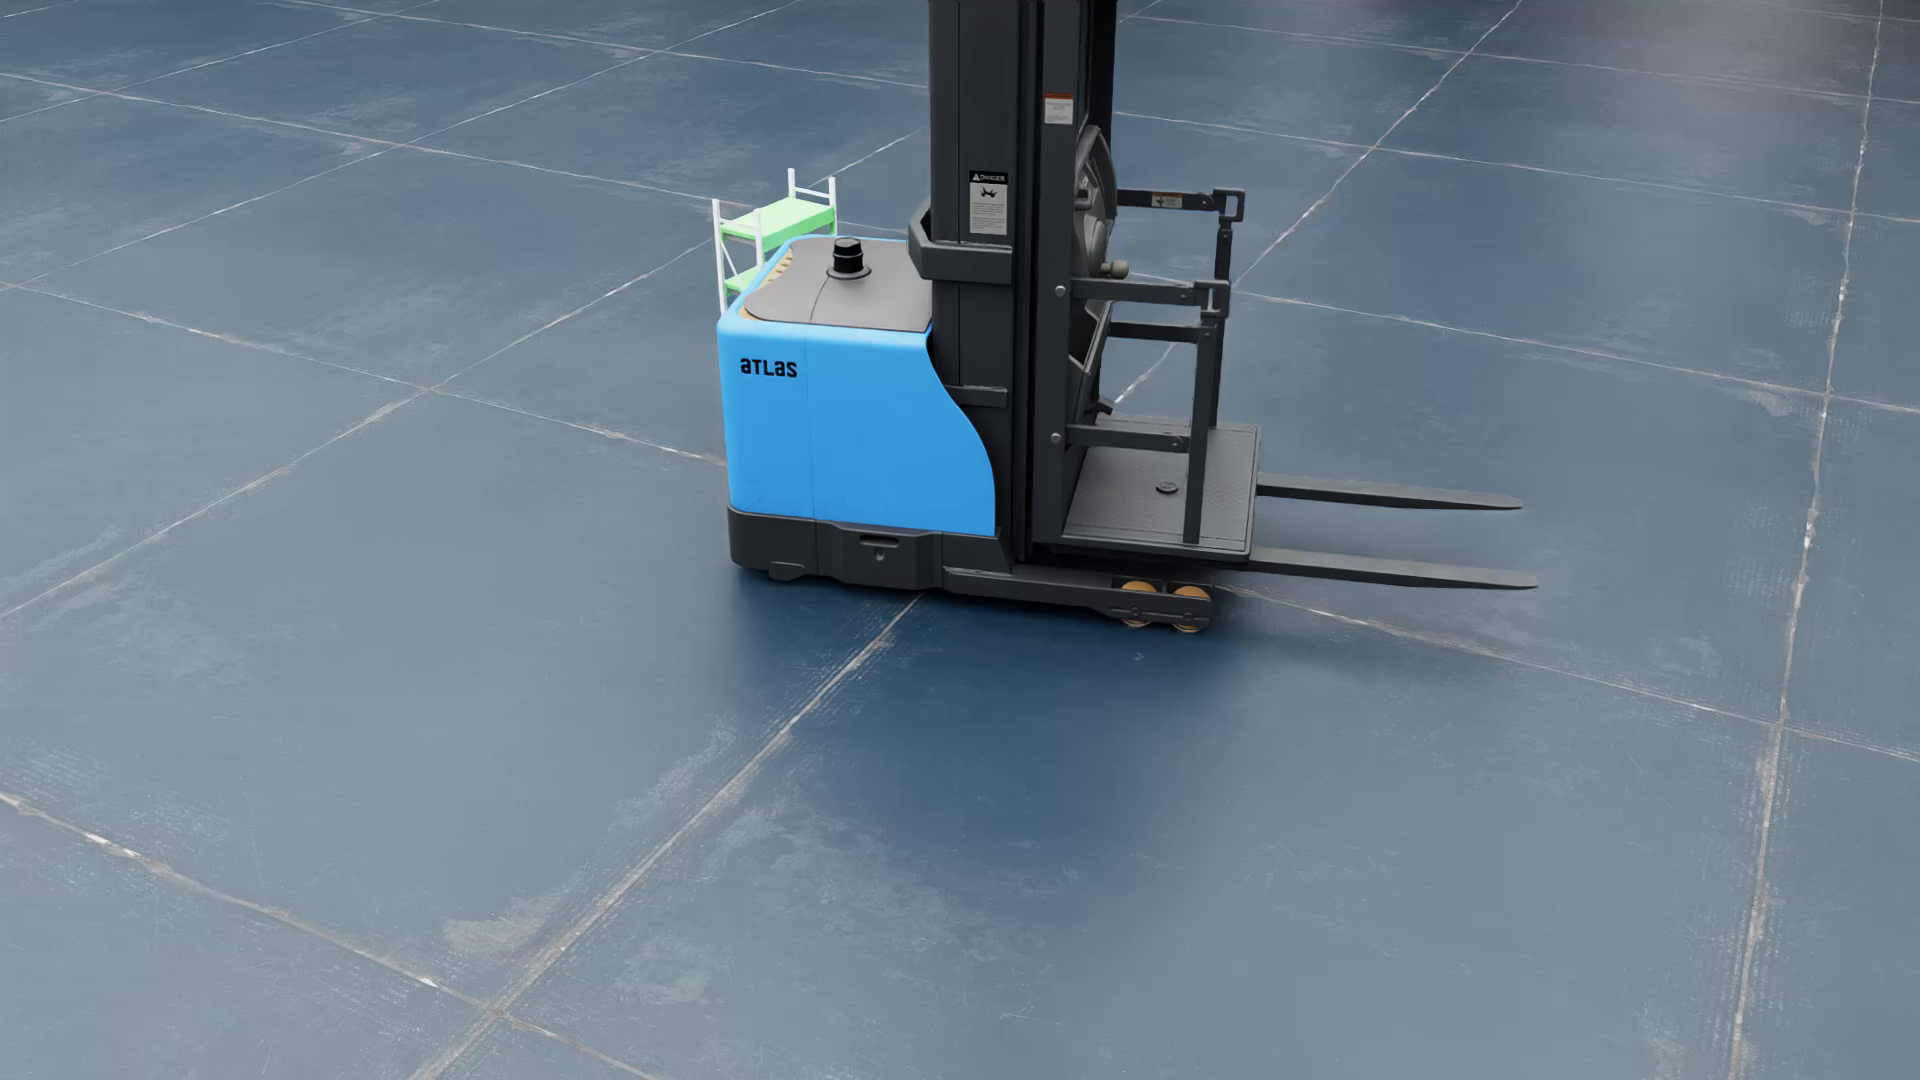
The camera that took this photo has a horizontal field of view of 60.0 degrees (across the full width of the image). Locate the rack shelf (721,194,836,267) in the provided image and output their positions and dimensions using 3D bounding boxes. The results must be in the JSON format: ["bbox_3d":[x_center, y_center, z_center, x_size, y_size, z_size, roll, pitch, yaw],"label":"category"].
[{"bbox_3d":[-0.765,-1.292,6.959,0.258,0.148,0.480,18,35,29],"label":"rack shelf"}]

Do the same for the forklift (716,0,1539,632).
[{"bbox_3d":[0.672,-1.219,5.929,3.031,2.935,1.130,6,30,10],"label":"forklift"}]

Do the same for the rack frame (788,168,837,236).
[{"bbox_3d":[-0.629,-1.032,7.342,0.240,1.200,0.015,18,35,29],"label":"rack frame"}]

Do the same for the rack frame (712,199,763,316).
[{"bbox_3d":[-0.901,-0.830,6.990,0.240,1.200,0.015,18,35,29],"label":"rack frame"}]

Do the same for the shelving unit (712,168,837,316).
[{"bbox_3d":[-0.765,-0.931,7.166,0.258,1.200,0.503,18,35,29],"label":"shelving unit"}]

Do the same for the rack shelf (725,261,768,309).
[{"bbox_3d":[-0.765,-1.084,7.078,0.258,0.148,0.480,18,35,29],"label":"rack shelf"}]
